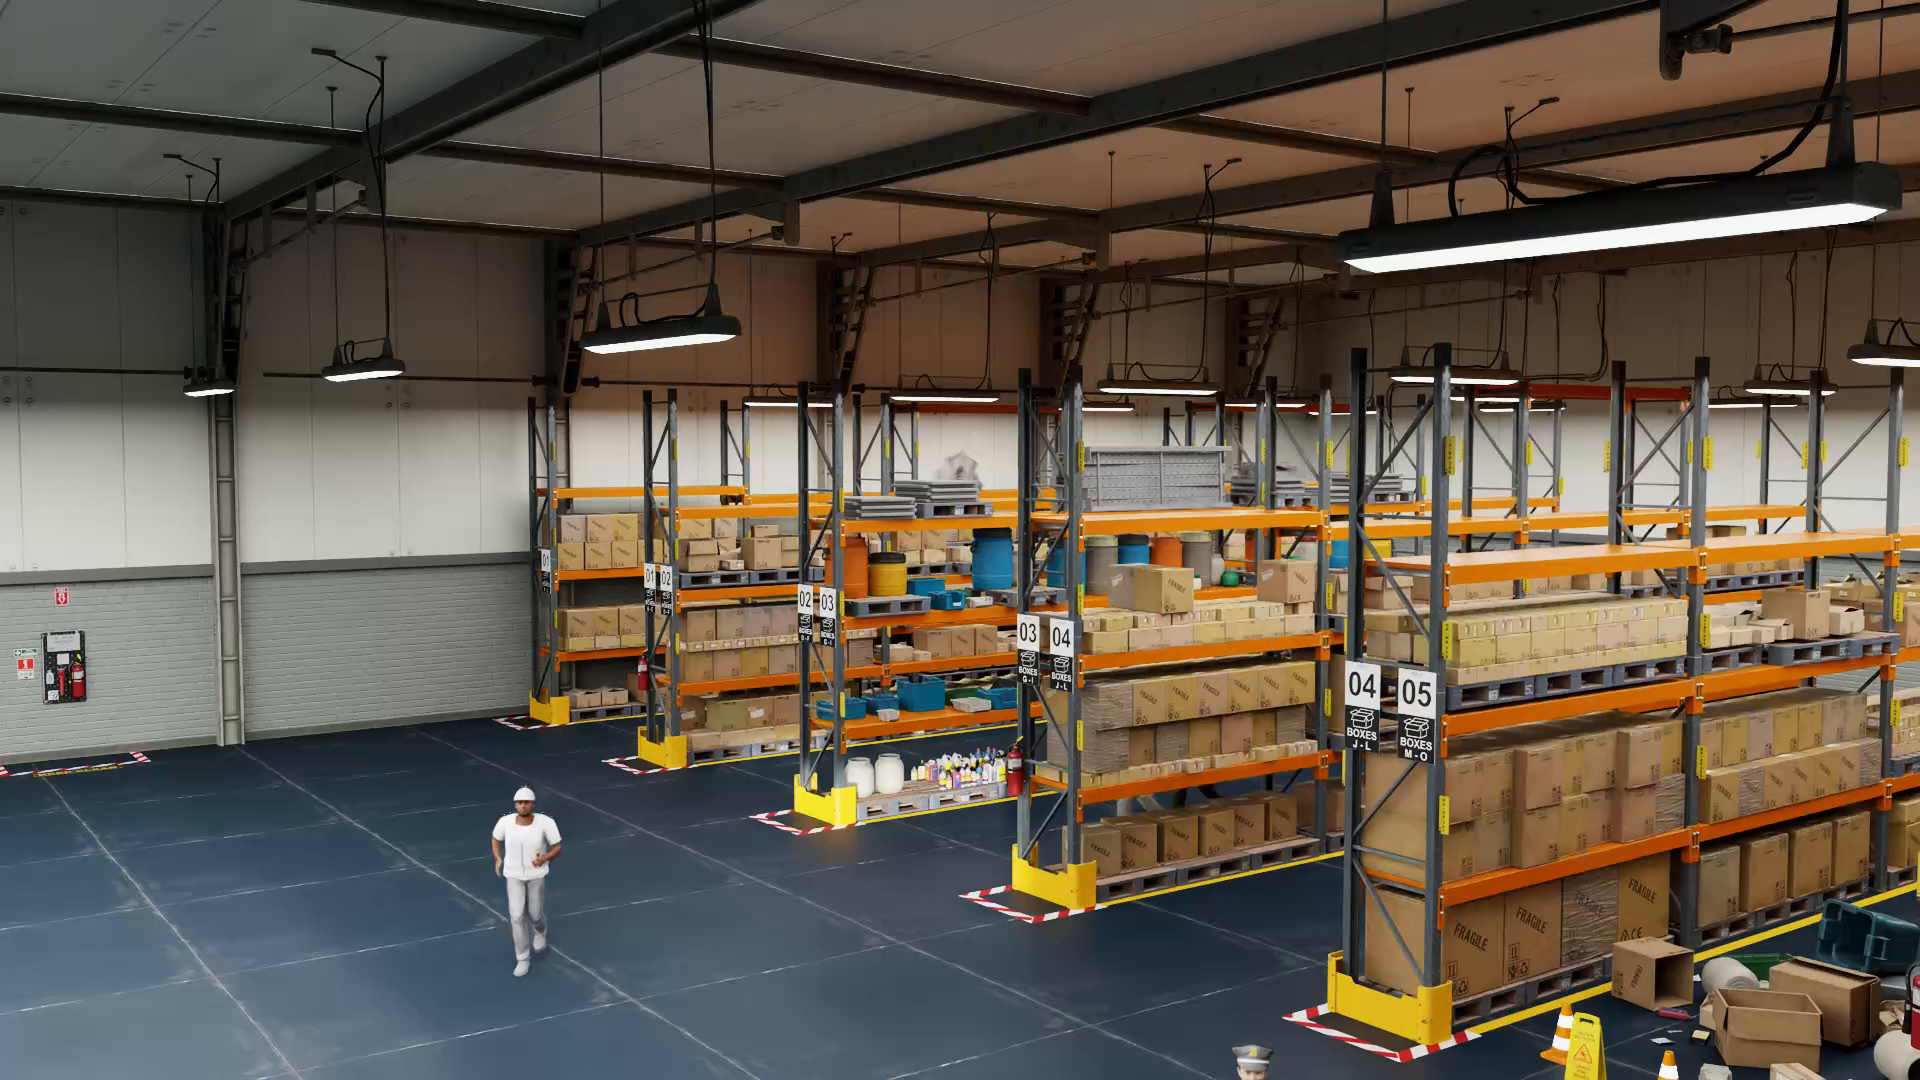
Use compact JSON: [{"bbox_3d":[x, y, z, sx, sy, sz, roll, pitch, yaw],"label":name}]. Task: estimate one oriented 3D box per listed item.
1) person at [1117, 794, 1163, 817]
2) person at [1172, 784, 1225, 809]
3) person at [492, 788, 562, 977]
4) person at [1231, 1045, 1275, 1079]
[{"bbox_3d":[2.318,3.033,21.651,0.918,1.716,0.701,-2,4,-33],"label":"person"},{"bbox_3d":[3.148,2.928,22.331,1.066,1.761,0.703,-3,4,-39],"label":"person"},{"bbox_3d":[-4.273,3.310,16.382,0.701,1.769,0.827,0,3,-7],"label":"person"},{"bbox_3d":[1.673,3.738,9.580,0.591,1.733,0.838,0,3,8],"label":"person"}]
